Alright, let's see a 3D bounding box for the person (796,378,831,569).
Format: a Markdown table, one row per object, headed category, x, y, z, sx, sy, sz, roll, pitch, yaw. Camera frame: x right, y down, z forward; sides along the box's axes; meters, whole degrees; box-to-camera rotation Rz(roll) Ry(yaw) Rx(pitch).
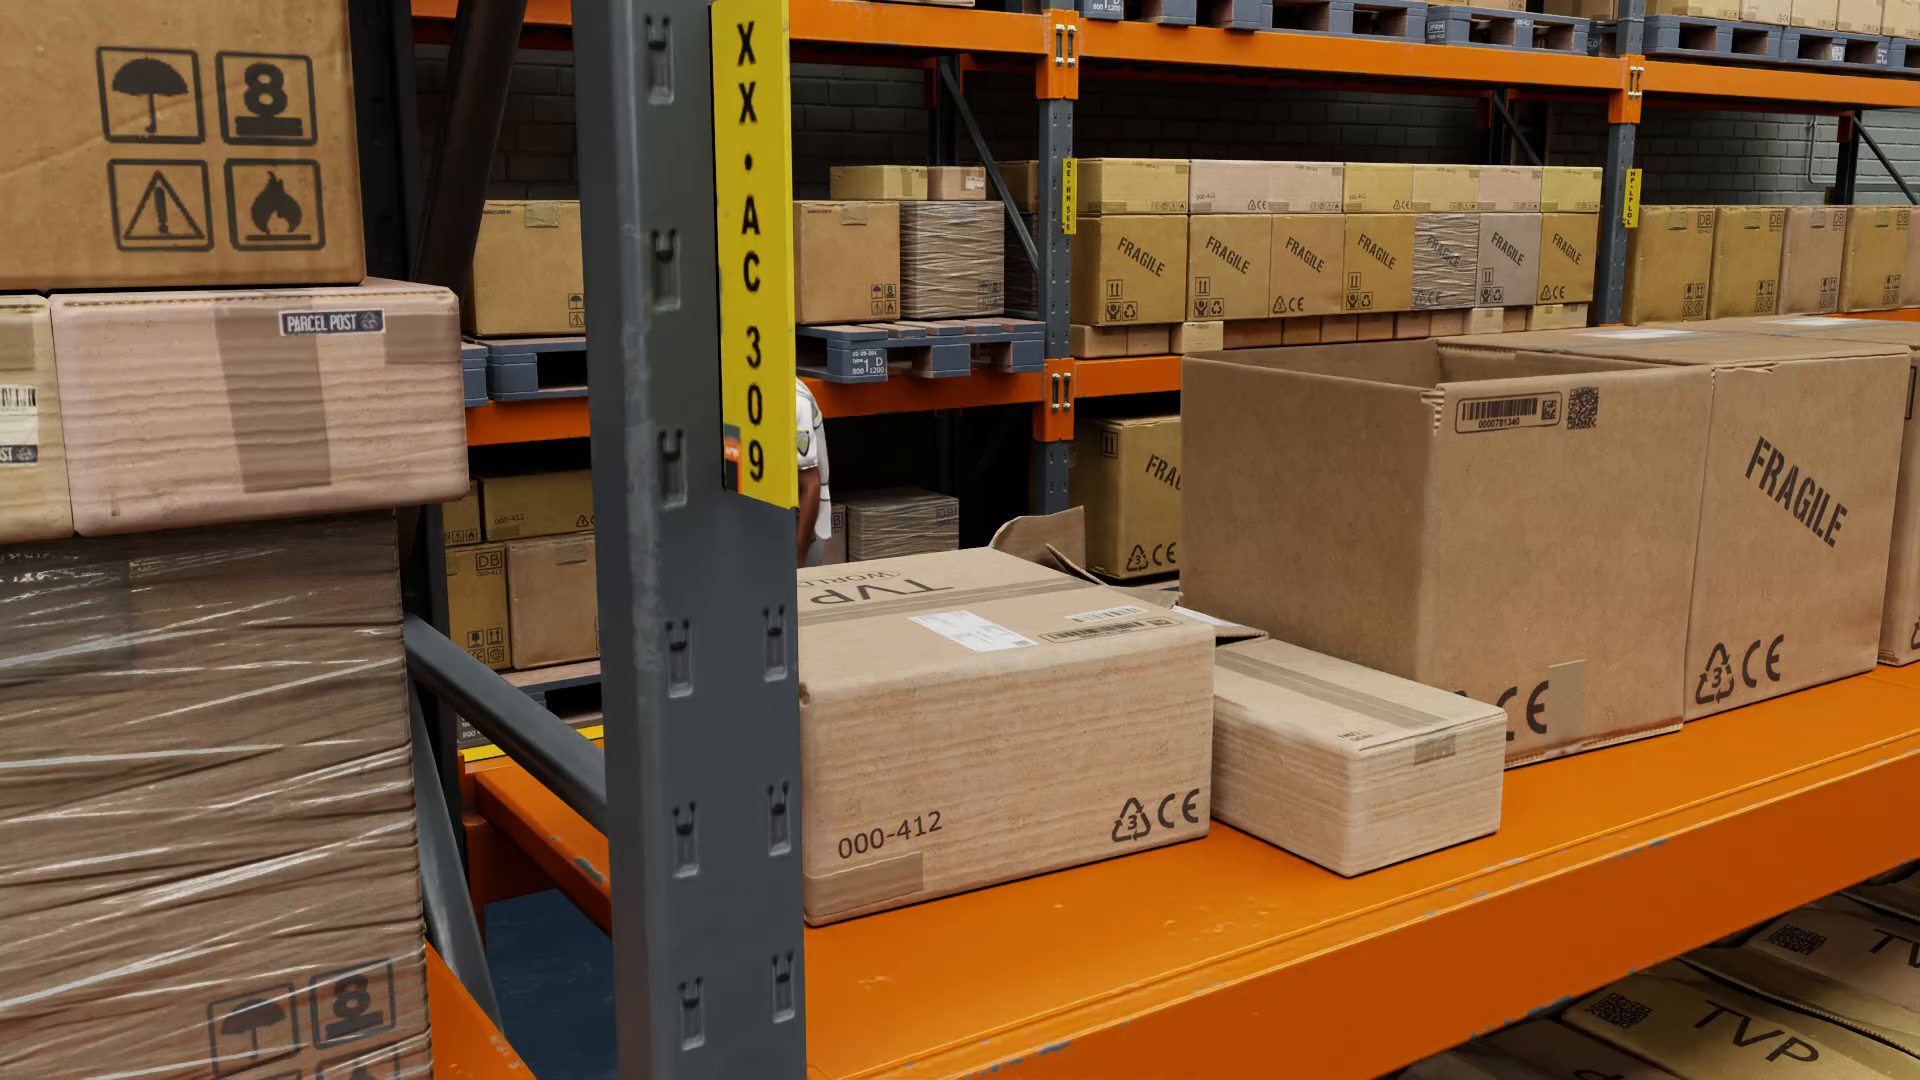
| category | x | y | z | sx | sy | sz | roll | pitch | yaw |
| --- | --- | --- | --- | --- | --- | --- | --- | --- | --- |
| person | -0.687 | 0.021 | 5.845 | 0.425 | 1.657 | 0.510 | -8 | 14 | -35 |
